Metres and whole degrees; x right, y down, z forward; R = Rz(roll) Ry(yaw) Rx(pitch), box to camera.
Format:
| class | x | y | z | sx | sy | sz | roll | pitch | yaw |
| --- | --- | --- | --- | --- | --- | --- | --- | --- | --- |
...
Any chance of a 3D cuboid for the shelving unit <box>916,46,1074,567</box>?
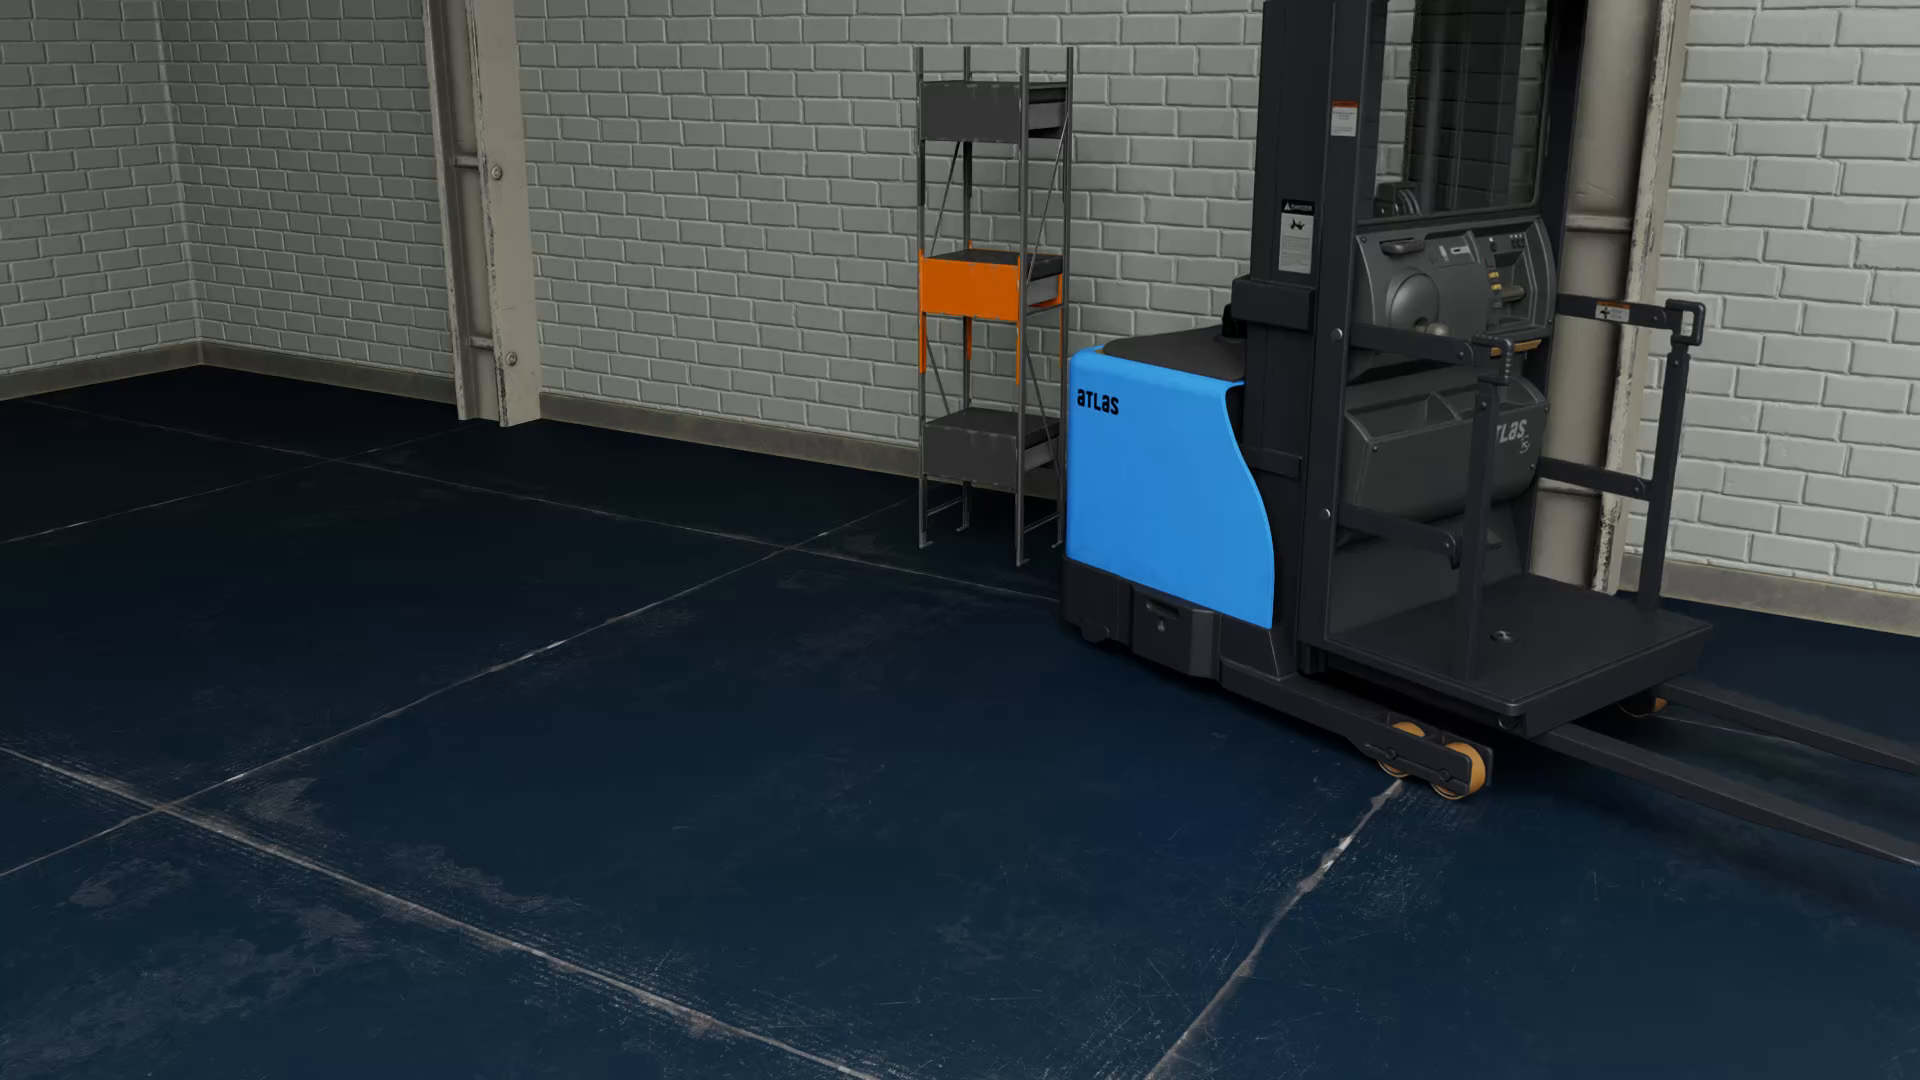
| class | x | y | z | sx | sy | sz | roll | pitch | yaw |
| --- | --- | --- | --- | --- | --- | --- | --- | --- | --- |
| shelving unit | 0.141 | -0.979 | 6.993 | 0.503 | 2.100 | 0.431 | 10 | 20 | 30 |

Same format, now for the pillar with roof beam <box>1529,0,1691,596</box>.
| class | x | y | z | sx | sy | sz | roll | pitch | yaw |
| --- | --- | --- | --- | --- | --- | --- | --- | --- | --- |
| pillar with roof beam | 0.176 | -3.041 | 1.909 | 0.400 | 9.000 | 9.100 | 10 | 20 | 30 |

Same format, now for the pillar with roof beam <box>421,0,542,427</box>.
| class | x | y | z | sx | sy | sz | roll | pitch | yaw |
| --- | --- | --- | --- | --- | --- | --- | --- | --- | --- |
| pillar with roof beam | -4.936 | -3.953 | 4.913 | 0.400 | 9.000 | 9.100 | 10 | 20 | 30 |

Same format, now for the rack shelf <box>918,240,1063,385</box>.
| class | x | y | z | sx | sy | sz | roll | pitch | yaw |
| --- | --- | --- | --- | --- | --- | --- | --- | --- | --- |
| rack shelf | 0.141 | -0.966 | 6.997 | 0.480 | 0.518 | 0.431 | 10 | 20 | 30 |

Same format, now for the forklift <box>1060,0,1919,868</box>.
| class | x | y | z | sx | sy | sz | roll | pitch | yaw |
| --- | --- | --- | --- | --- | --- | --- | --- | --- | --- |
| forklift | 1.676 | -0.804 | 4.985 | 1.130 | 2.935 | 3.031 | -13 | 21 | -36 |

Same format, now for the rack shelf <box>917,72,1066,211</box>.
| class | x | y | z | sx | sy | sz | roll | pitch | yaw |
| --- | --- | --- | --- | --- | --- | --- | --- | --- | --- |
| rack shelf | 0.141 | -1.636 | 6.794 | 0.480 | 0.518 | 0.431 | 10 | 20 | 30 |

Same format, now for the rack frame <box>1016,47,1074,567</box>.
| class | x | y | z | sx | sy | sz | roll | pitch | yaw |
| --- | --- | --- | --- | --- | --- | --- | --- | --- | --- |
| rack frame | 0.349 | -0.942 | 6.871 | 0.015 | 2.100 | 0.400 | 10 | 20 | 30 |

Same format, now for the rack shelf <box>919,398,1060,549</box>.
| class | x | y | z | sx | sy | sz | roll | pitch | yaw |
| --- | --- | --- | --- | --- | --- | --- | --- | --- | --- |
| rack shelf | 0.141 | -0.297 | 7.201 | 0.480 | 0.518 | 0.431 | 10 | 20 | 30 |

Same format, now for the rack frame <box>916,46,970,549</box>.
| class | x | y | z | sx | sy | sz | roll | pitch | yaw |
| --- | --- | --- | --- | --- | --- | --- | --- | --- | --- |
| rack frame | -0.067 | -1.017 | 7.115 | 0.015 | 2.100 | 0.400 | 10 | 20 | 30 |
